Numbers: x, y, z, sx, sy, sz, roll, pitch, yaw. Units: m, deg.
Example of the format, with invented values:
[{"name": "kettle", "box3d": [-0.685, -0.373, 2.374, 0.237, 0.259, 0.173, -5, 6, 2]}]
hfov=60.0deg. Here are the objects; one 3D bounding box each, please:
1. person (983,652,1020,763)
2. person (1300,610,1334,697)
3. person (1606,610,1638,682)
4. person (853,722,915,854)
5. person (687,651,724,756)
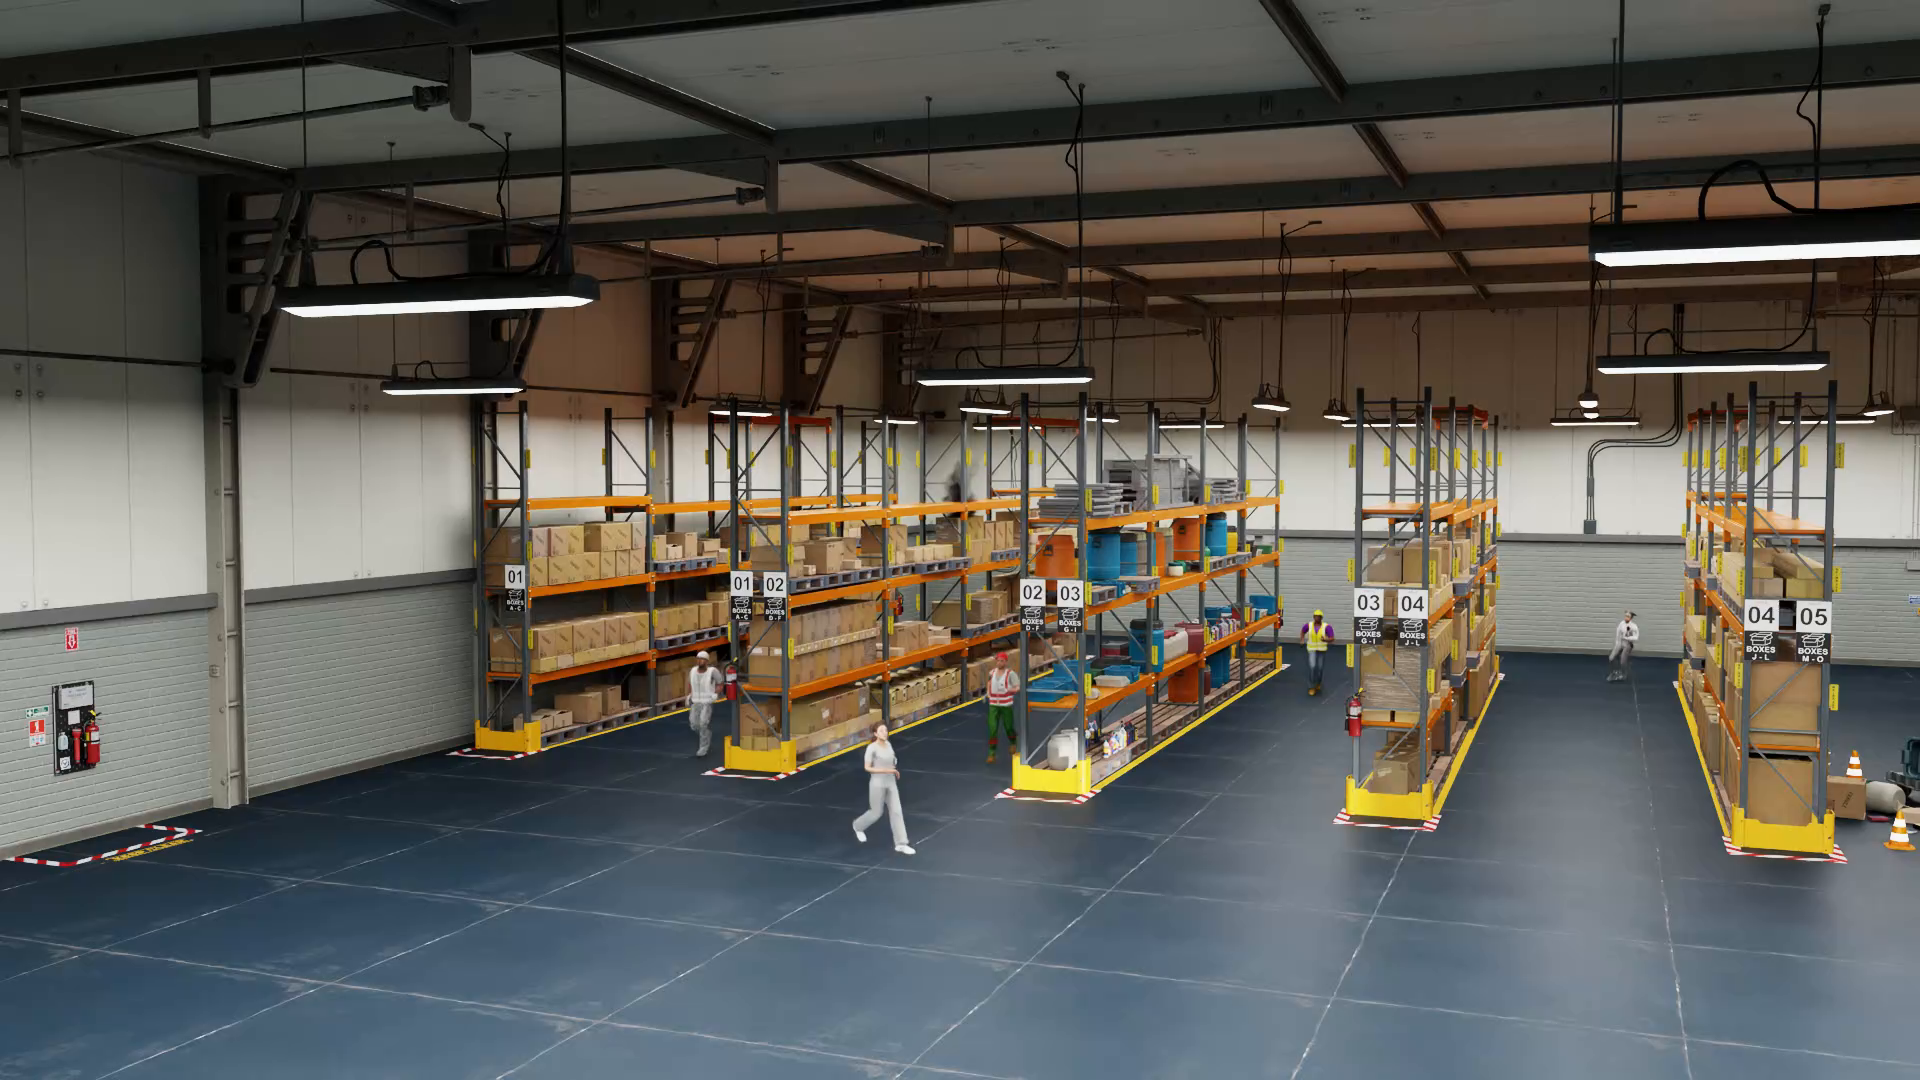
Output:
[{"name": "person", "box3d": [0.684, 2.738, 27.486, 0.659, 1.774, 1.002, 1, 3, 20]}, {"name": "person", "box3d": [7.608, 2.385, 35.416, 0.699, 1.812, 0.785, 0, 3, 10]}, {"name": "person", "box3d": [14.880, 2.385, 37.271, 0.642, 1.651, 0.714, -2, 3, -37]}, {"name": "person", "box3d": [-0.964, 3.127, 21.124, 0.581, 1.608, 1.053, -3, 4, -43]}, {"name": "person", "box3d": [-4.320, 2.757, 28.258, 0.703, 1.756, 0.619, 1, 3, 17]}]
